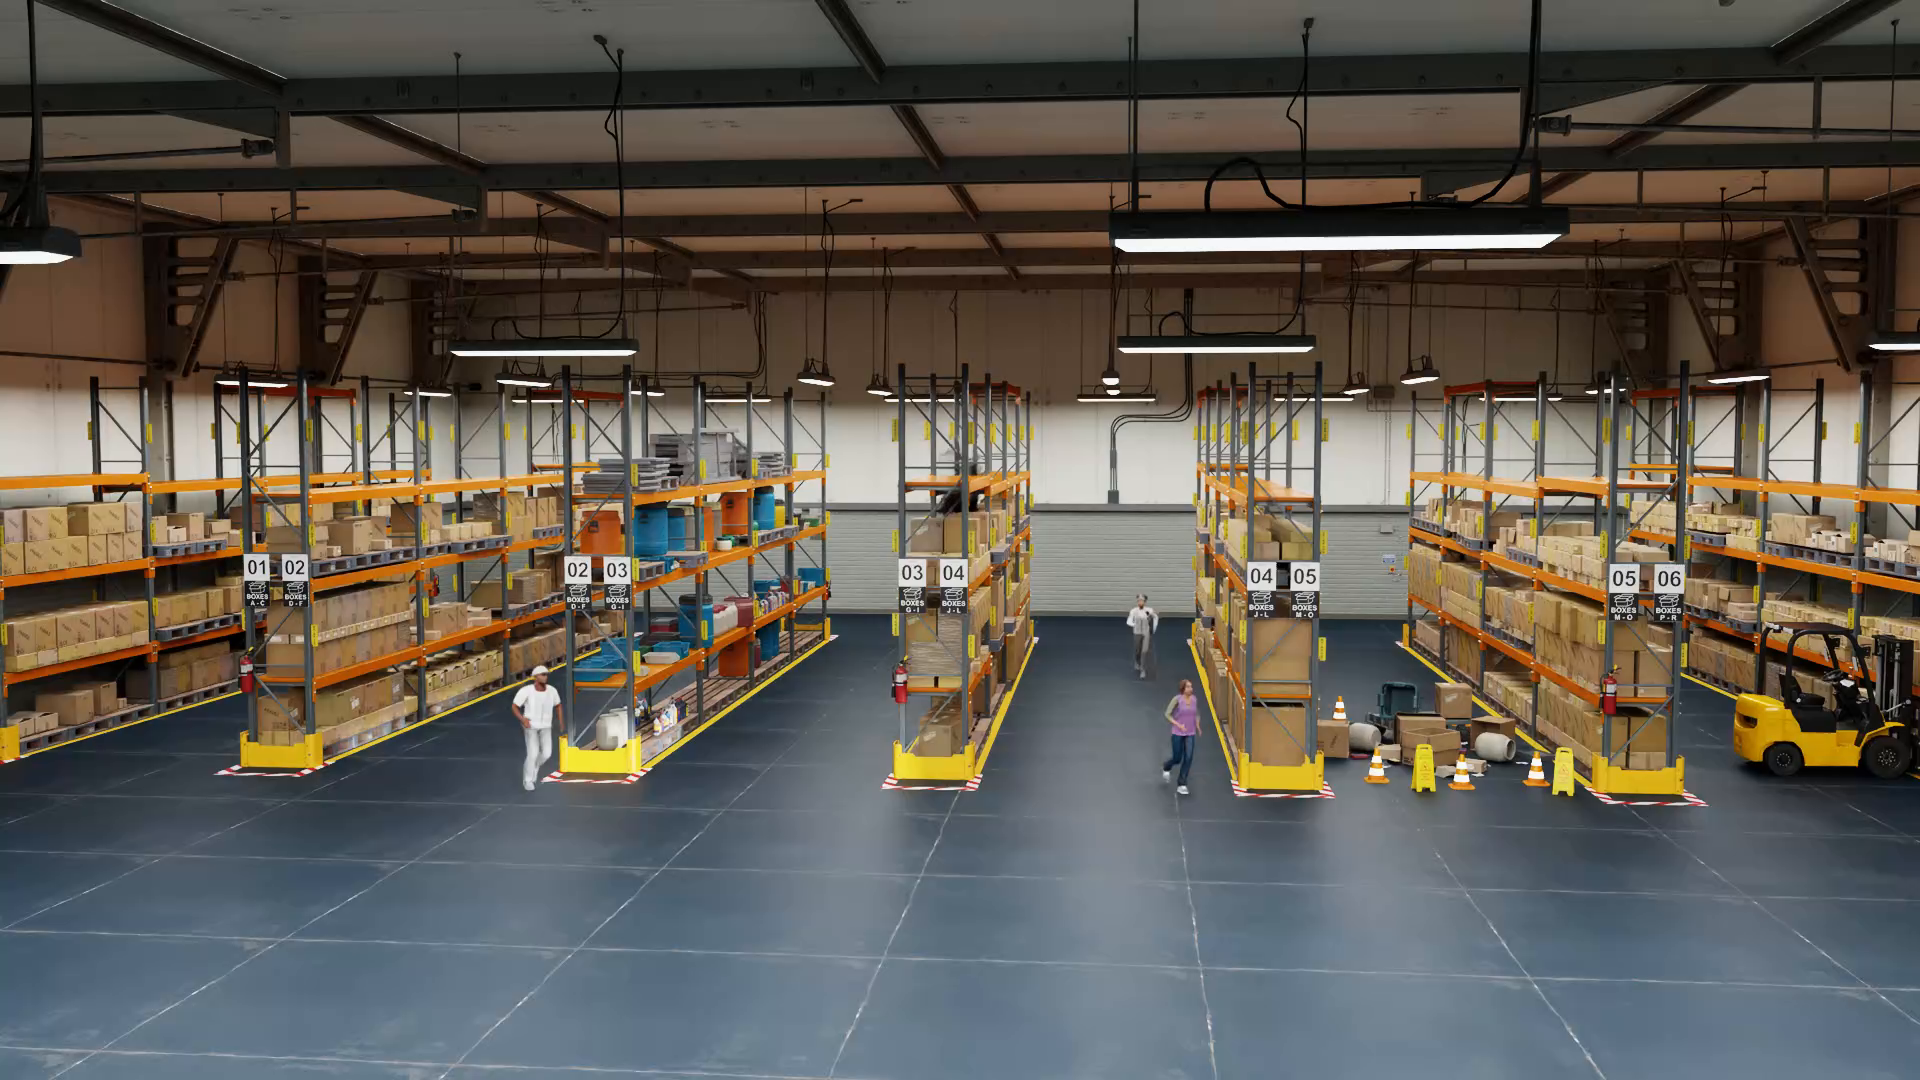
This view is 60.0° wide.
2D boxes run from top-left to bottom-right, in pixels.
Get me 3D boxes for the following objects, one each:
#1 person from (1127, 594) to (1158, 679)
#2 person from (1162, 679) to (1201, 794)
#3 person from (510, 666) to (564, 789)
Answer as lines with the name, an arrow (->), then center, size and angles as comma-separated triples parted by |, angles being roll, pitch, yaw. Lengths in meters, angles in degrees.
person -> 3.764, 1.956, 34.299 | 0.623, 1.717, 0.936 | 1, 4, 11
person -> 3.125, 2.721, 23.289 | 0.577, 1.568, 0.710 | -1, 4, -20
person -> -5.945, 2.641, 23.497 | 0.775, 1.714, 0.518 | -3, 5, -38
